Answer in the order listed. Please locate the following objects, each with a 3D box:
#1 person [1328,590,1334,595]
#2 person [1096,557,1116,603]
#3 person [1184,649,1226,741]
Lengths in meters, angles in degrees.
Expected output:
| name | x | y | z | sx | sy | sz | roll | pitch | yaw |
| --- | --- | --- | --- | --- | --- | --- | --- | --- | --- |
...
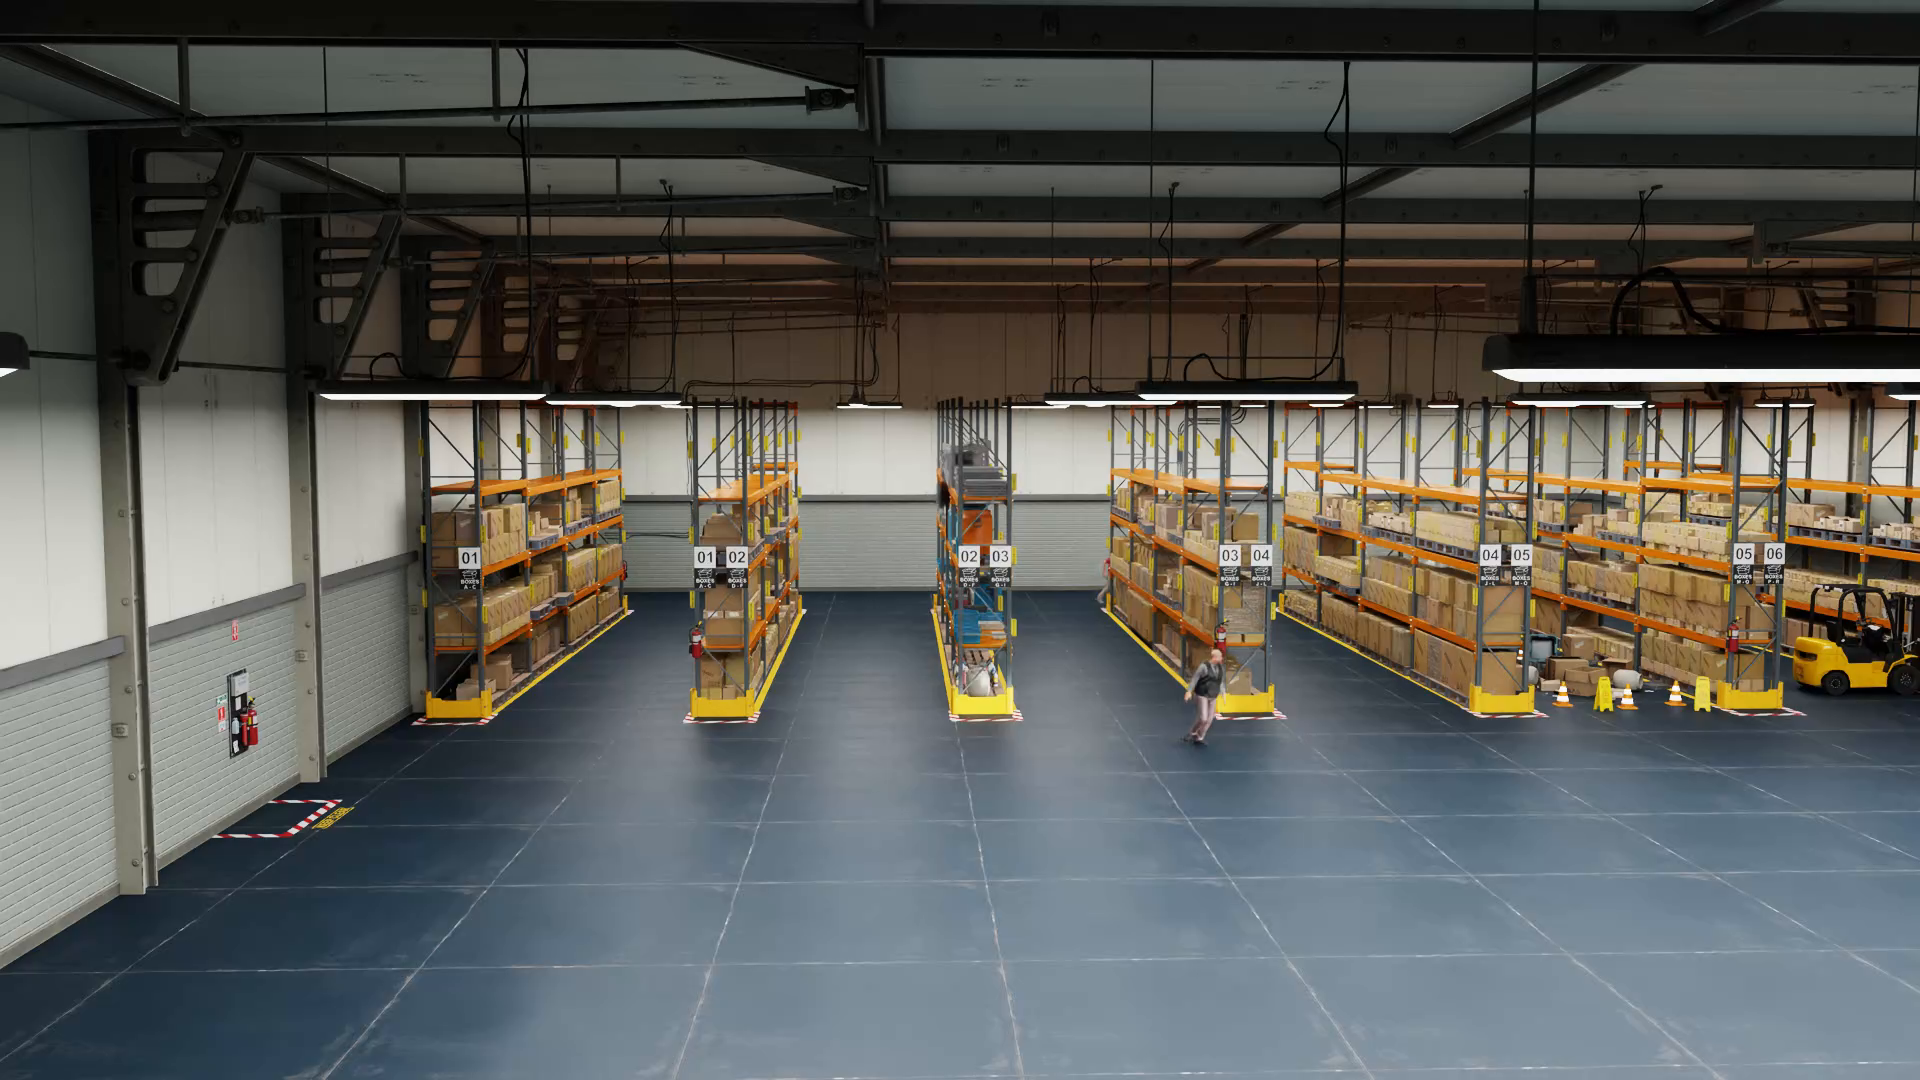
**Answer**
| name | x | y | z | sx | sy | sz | roll | pitch | yaw |
| --- | --- | --- | --- | --- | --- | --- | --- | --- | --- |
| person | 11.317 | 0.923 | 50.062 | 0.721 | 1.655 | 0.585 | -2 | 5 | -26 |
| person | 4.477 | 1.177 | 49.096 | 0.986 | 1.483 | 0.616 | 3 | 5 | 36 |
| person | 4.215 | 2.659 | 28.451 | 0.666 | 1.619 | 0.511 | -3 | 5 | -35 |
